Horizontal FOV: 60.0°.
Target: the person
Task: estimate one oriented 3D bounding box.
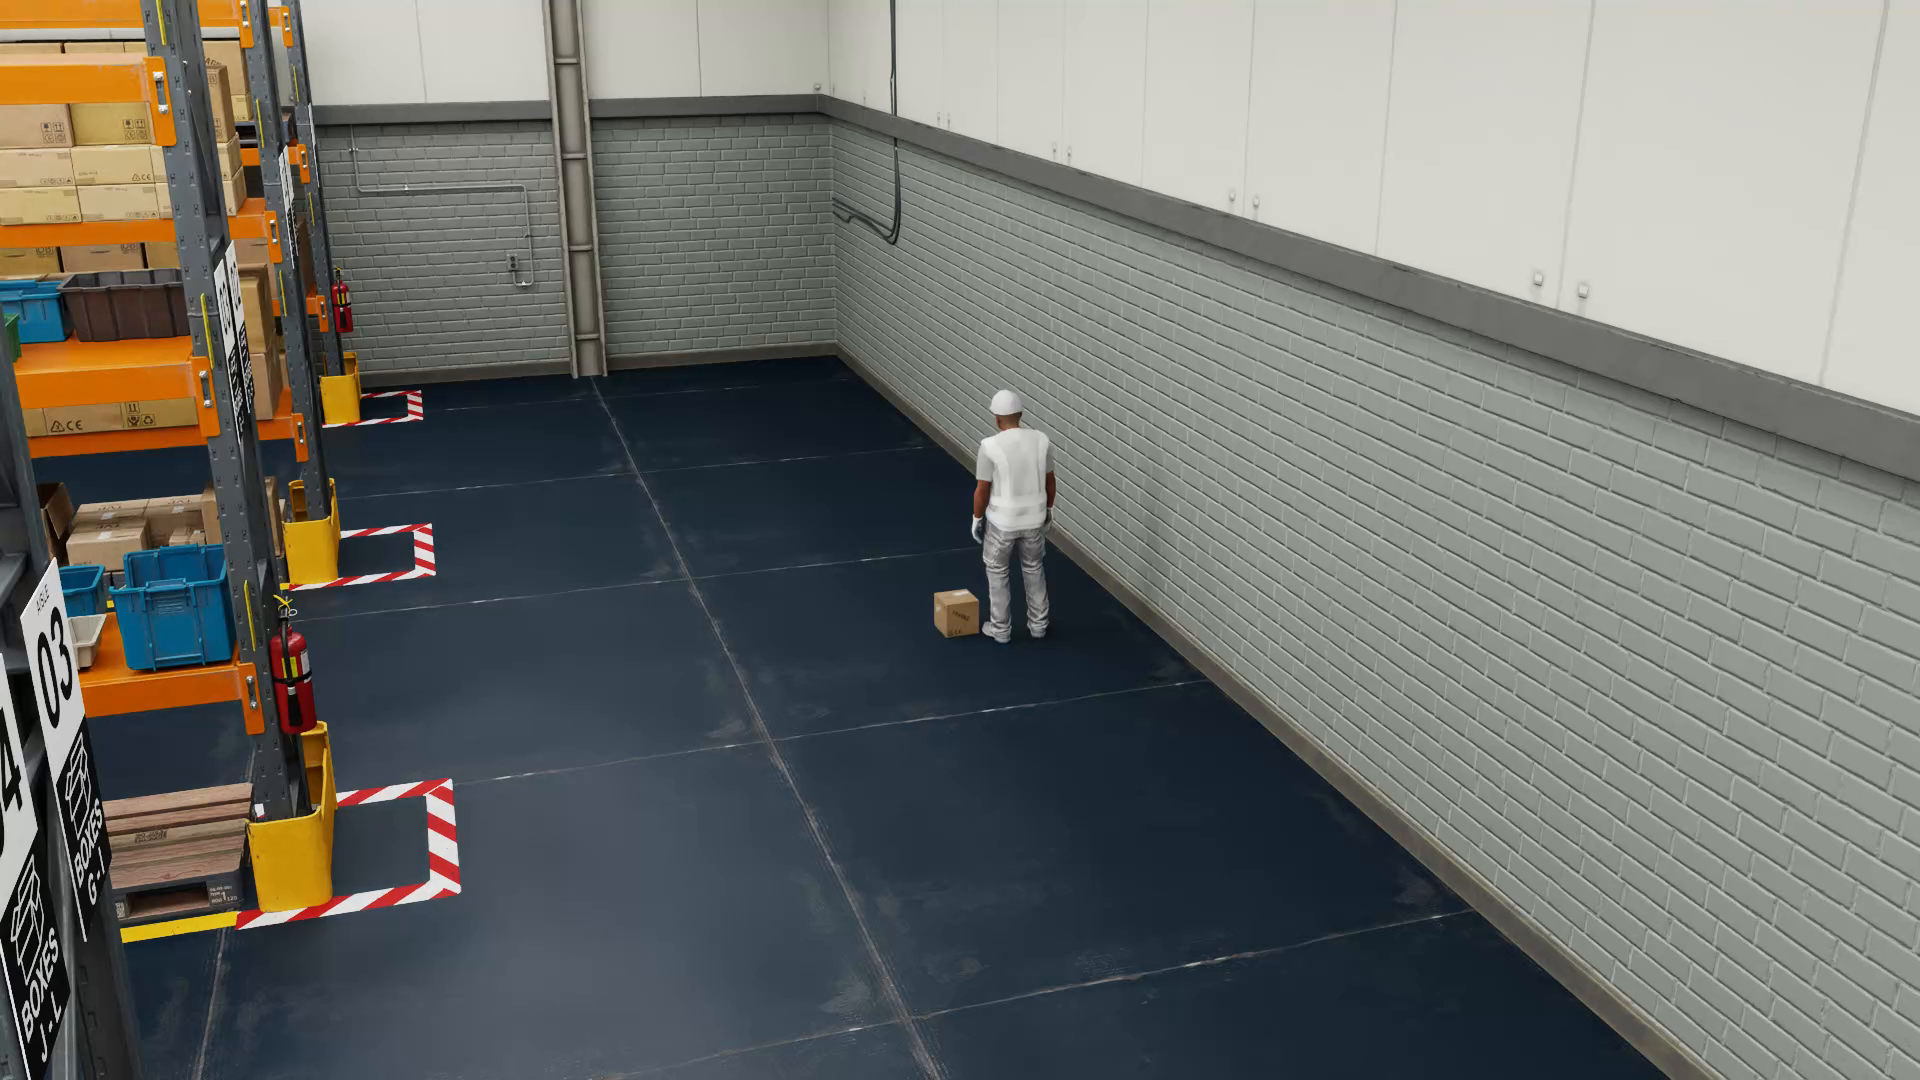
[{"bbox_3d":[0.369,-0.160,11.515,0.620,1.773,0.449,-7,20,-20],"label":"person"}]
